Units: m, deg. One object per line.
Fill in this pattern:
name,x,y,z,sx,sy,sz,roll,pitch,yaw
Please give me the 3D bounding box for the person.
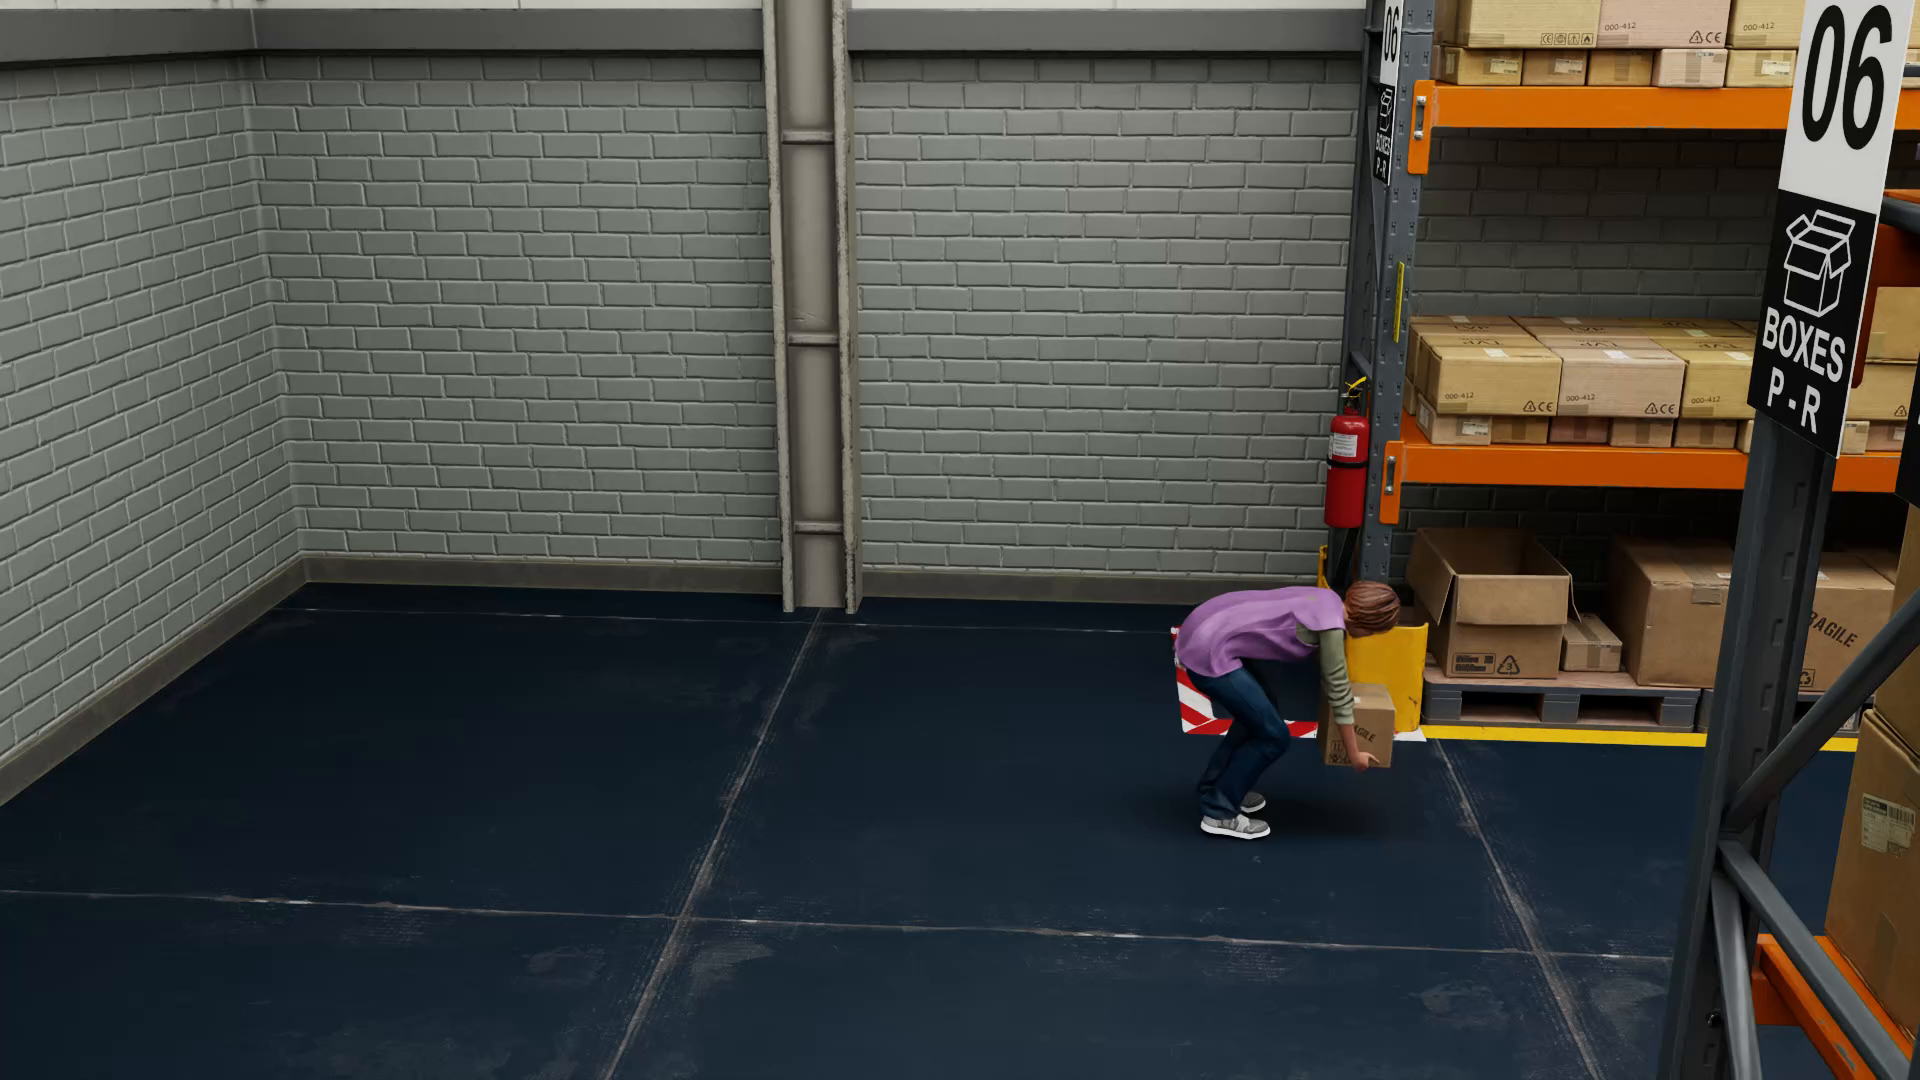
person,1.266,0.645,6.506,0.844,1.020,0.416,0,18,1
